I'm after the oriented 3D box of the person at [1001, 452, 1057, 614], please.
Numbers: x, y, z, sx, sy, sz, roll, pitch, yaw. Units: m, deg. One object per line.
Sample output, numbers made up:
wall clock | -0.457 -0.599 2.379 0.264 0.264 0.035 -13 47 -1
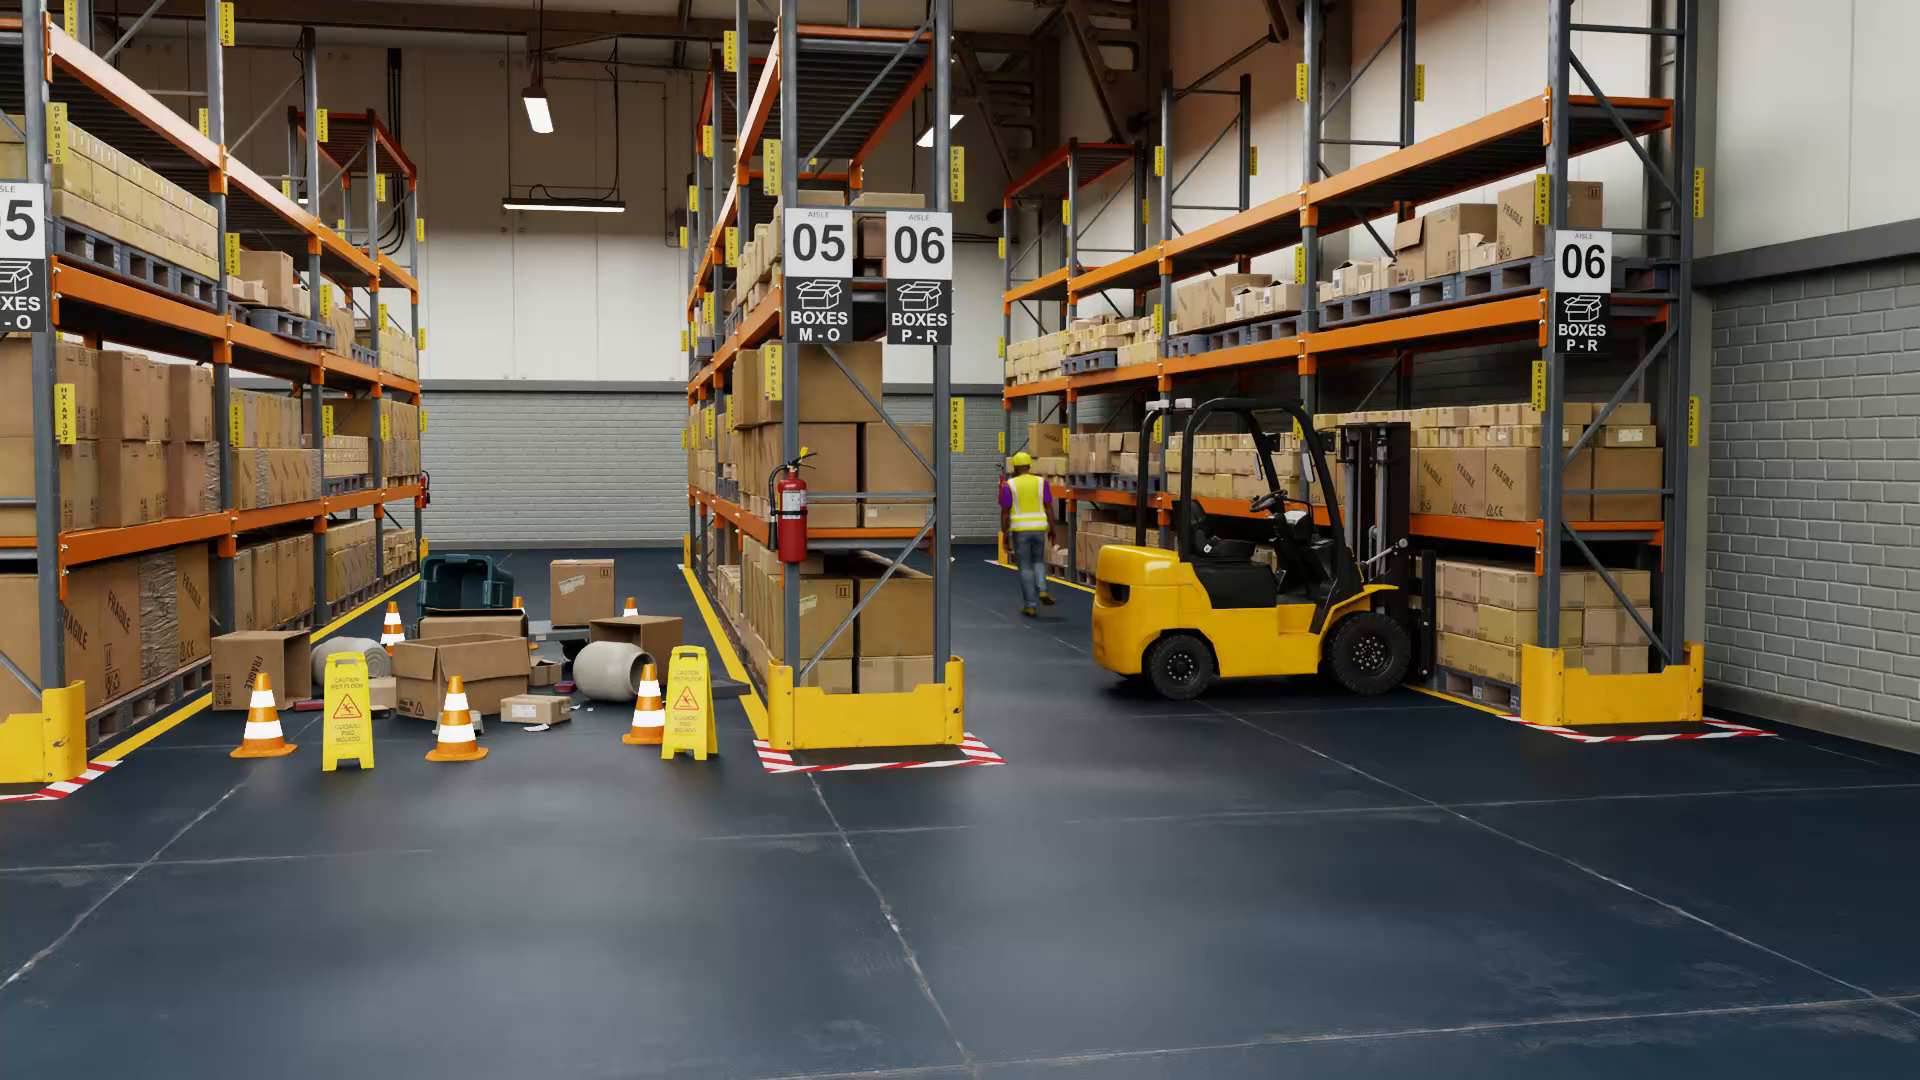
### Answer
person | 0.736 -0.083 18.210 0.612 1.752 0.496 -1 3 -17
